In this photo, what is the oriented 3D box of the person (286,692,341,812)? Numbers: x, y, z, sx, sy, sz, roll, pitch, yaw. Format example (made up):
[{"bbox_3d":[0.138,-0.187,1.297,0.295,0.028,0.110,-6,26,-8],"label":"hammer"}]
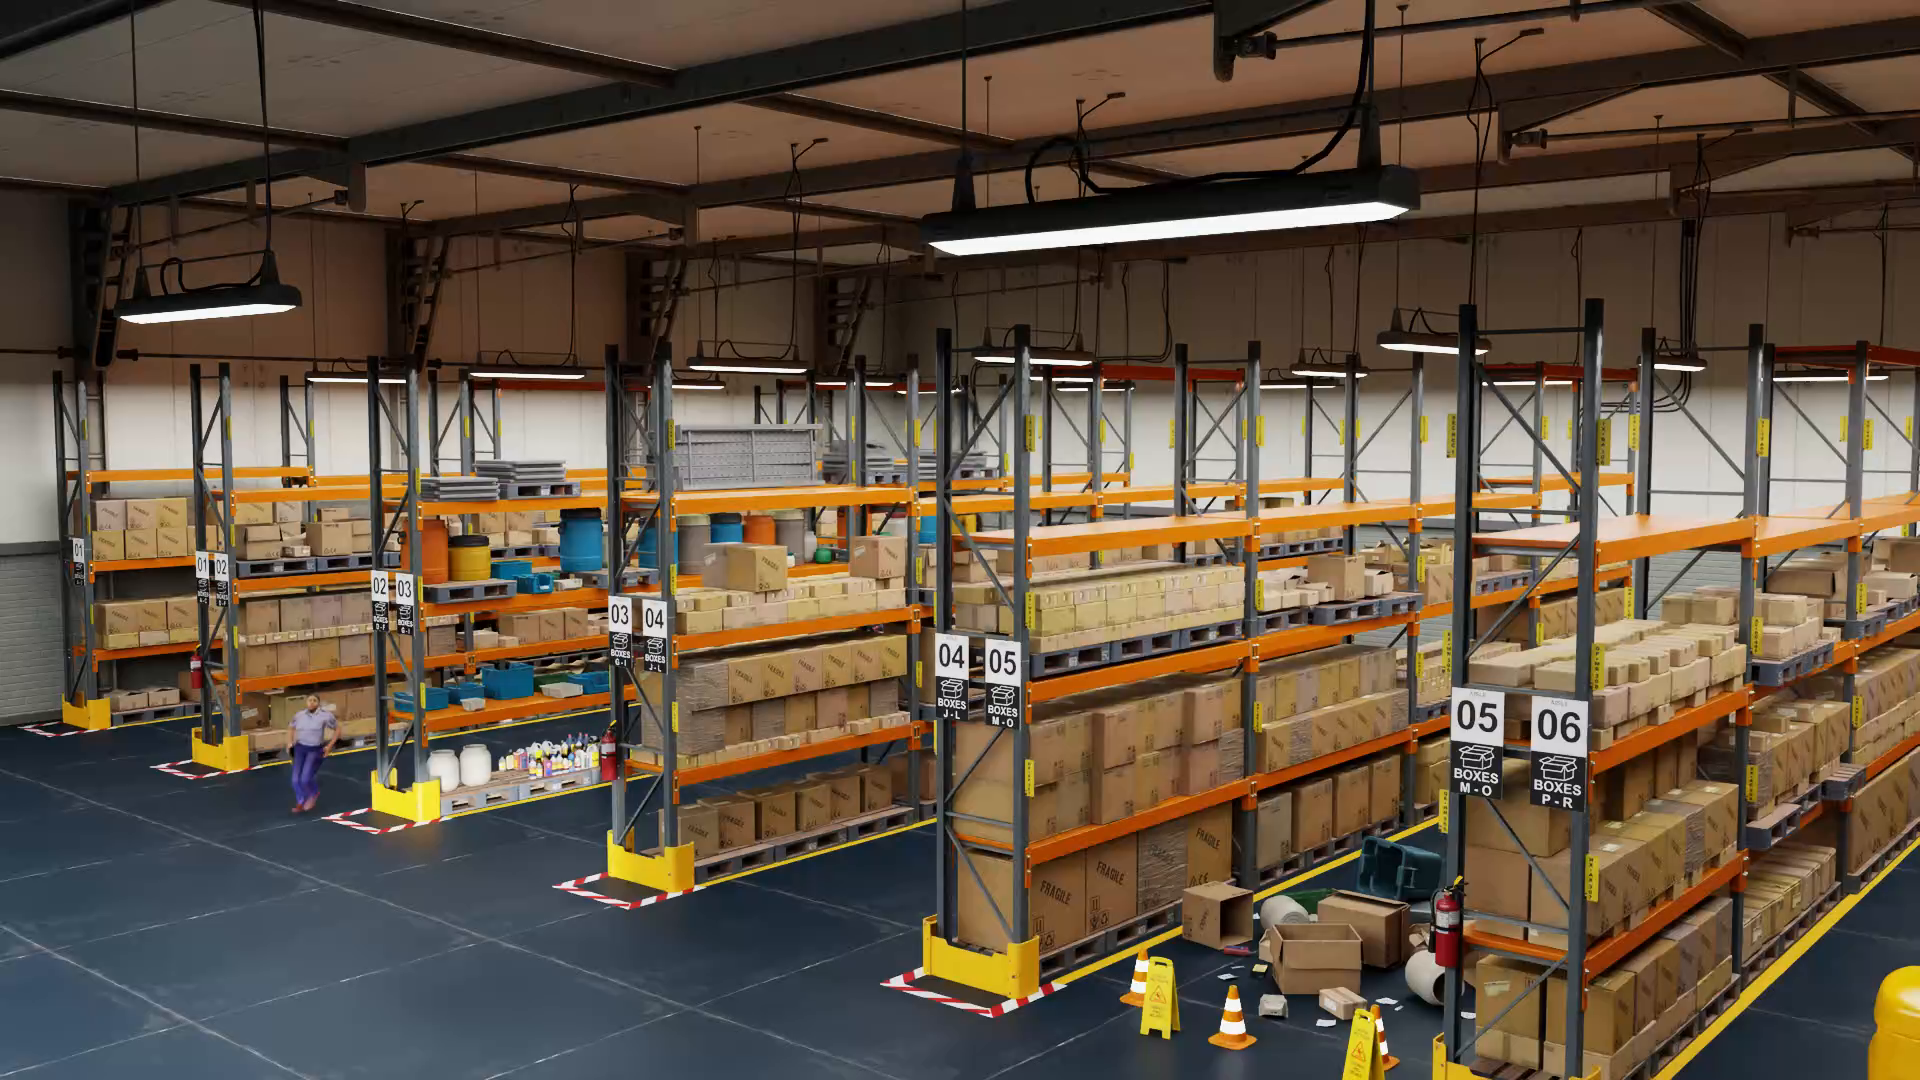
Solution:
[{"bbox_3d":[-8.532,2.798,21.833,0.666,1.593,0.548,1,4,7],"label":"person"}]

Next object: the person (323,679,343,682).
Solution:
[{"bbox_3d":[-10.988,2.284,28.995,0.735,1.578,0.839,1,4,10],"label":"person"}]
